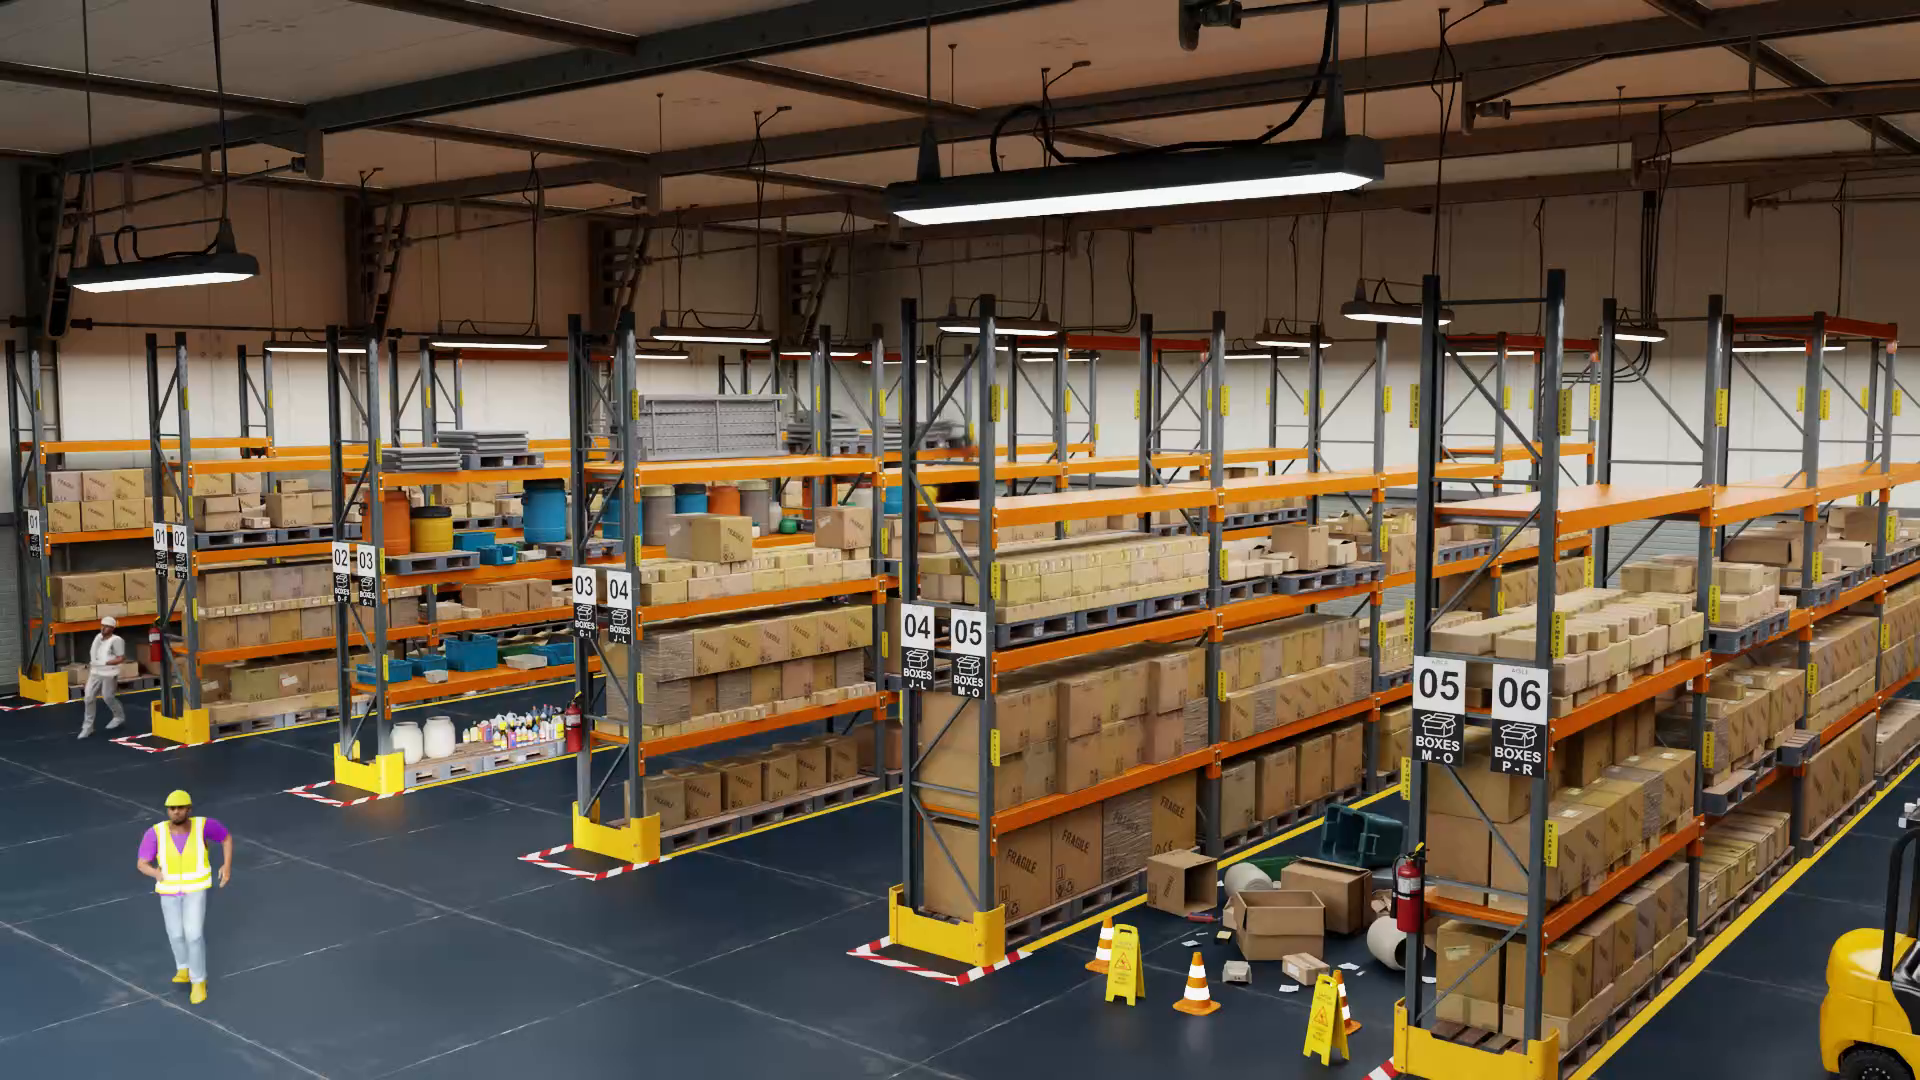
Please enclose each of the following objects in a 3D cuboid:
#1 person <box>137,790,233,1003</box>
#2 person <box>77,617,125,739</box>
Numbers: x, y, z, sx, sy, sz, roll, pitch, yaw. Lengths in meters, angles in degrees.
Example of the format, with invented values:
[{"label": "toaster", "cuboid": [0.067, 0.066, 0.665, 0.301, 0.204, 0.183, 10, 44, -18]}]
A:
[{"label": "person", "cuboid": [-6.606, 3.030, 14.179, 0.716, 1.840, 0.751, -1, 5, -16]}, {"label": "person", "cuboid": [-12.798, 2.043, 24.975, 0.687, 1.795, 0.826, 1, 5, 14]}]
